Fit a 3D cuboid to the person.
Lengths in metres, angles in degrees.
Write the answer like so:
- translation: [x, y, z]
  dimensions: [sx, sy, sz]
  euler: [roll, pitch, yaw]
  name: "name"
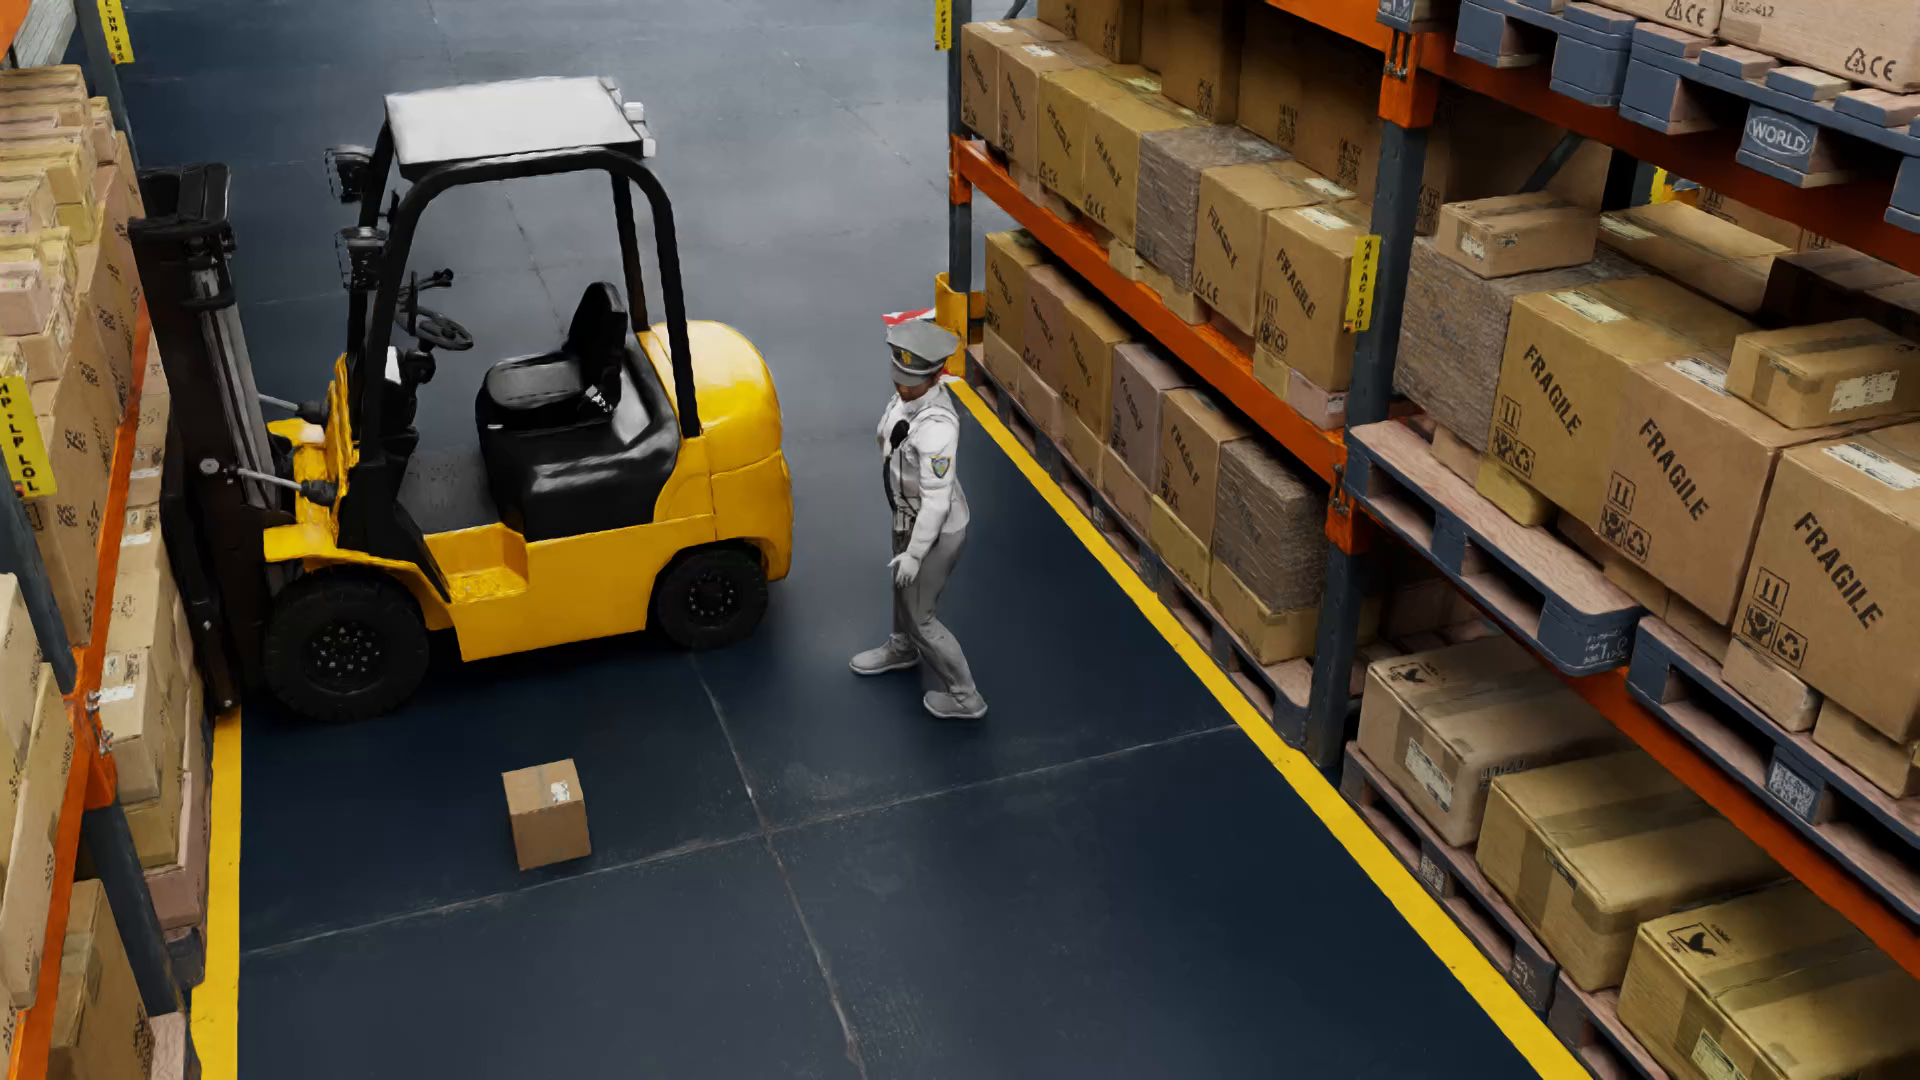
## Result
- translation: [-0.170, -0.067, 6.251]
  dimensions: [0.540, 1.645, 0.604]
  euler: [-2, 30, -3]
  name: "person"
